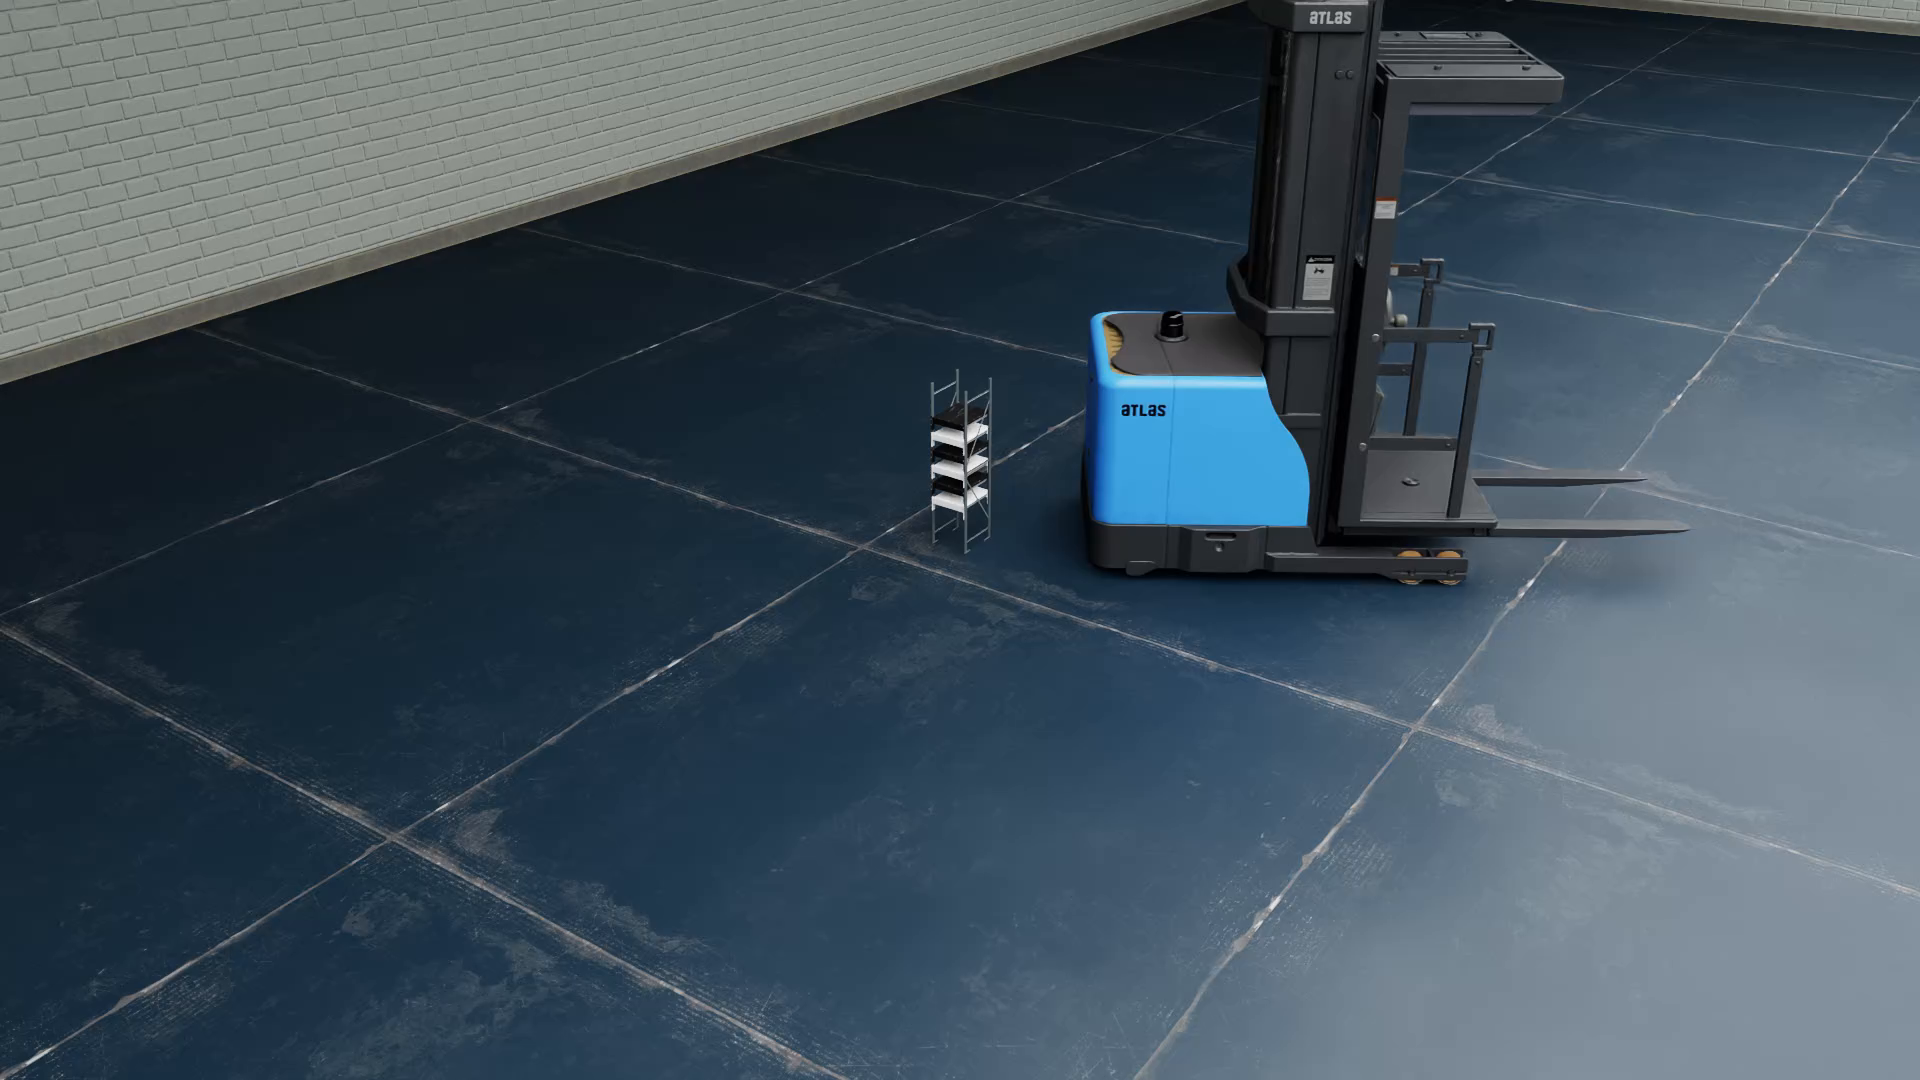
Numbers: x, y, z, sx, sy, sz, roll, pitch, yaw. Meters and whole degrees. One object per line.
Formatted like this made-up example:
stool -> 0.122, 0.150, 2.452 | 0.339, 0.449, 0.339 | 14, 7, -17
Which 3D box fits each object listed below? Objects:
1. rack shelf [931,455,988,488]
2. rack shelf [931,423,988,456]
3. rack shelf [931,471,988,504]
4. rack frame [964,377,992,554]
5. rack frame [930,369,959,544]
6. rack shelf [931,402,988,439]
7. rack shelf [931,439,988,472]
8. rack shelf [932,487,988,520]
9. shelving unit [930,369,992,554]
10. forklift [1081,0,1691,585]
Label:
rack shelf -> 0.007, -0.369, 8.557 | 0.200, 0.077, 0.258 | 17, 32, 30
rack shelf -> 0.007, -0.530, 8.475 | 0.200, 0.077, 0.258 | 17, 32, 30
rack shelf -> 0.007, -0.289, 8.598 | 0.200, 0.077, 0.258 | 17, 32, 30
rack frame -> 0.090, -0.373, 8.490 | 0.006, 0.900, 0.240 | 17, 32, 30
rack frame -> -0.077, -0.425, 8.593 | 0.006, 0.900, 0.240 | 17, 32, 30
rack shelf -> 0.007, -0.610, 8.434 | 0.200, 0.077, 0.258 | 17, 32, 30
rack shelf -> 0.007, -0.449, 8.516 | 0.200, 0.077, 0.258 | 17, 32, 30
rack shelf -> 0.007, -0.209, 8.639 | 0.200, 0.077, 0.258 | 17, 32, 30
shelving unit -> 0.007, -0.399, 8.542 | 0.210, 0.900, 0.258 | 17, 32, 30
forklift -> 2.172, -1.326, 8.125 | 3.031, 2.935, 1.130 | 1, 27, 1
